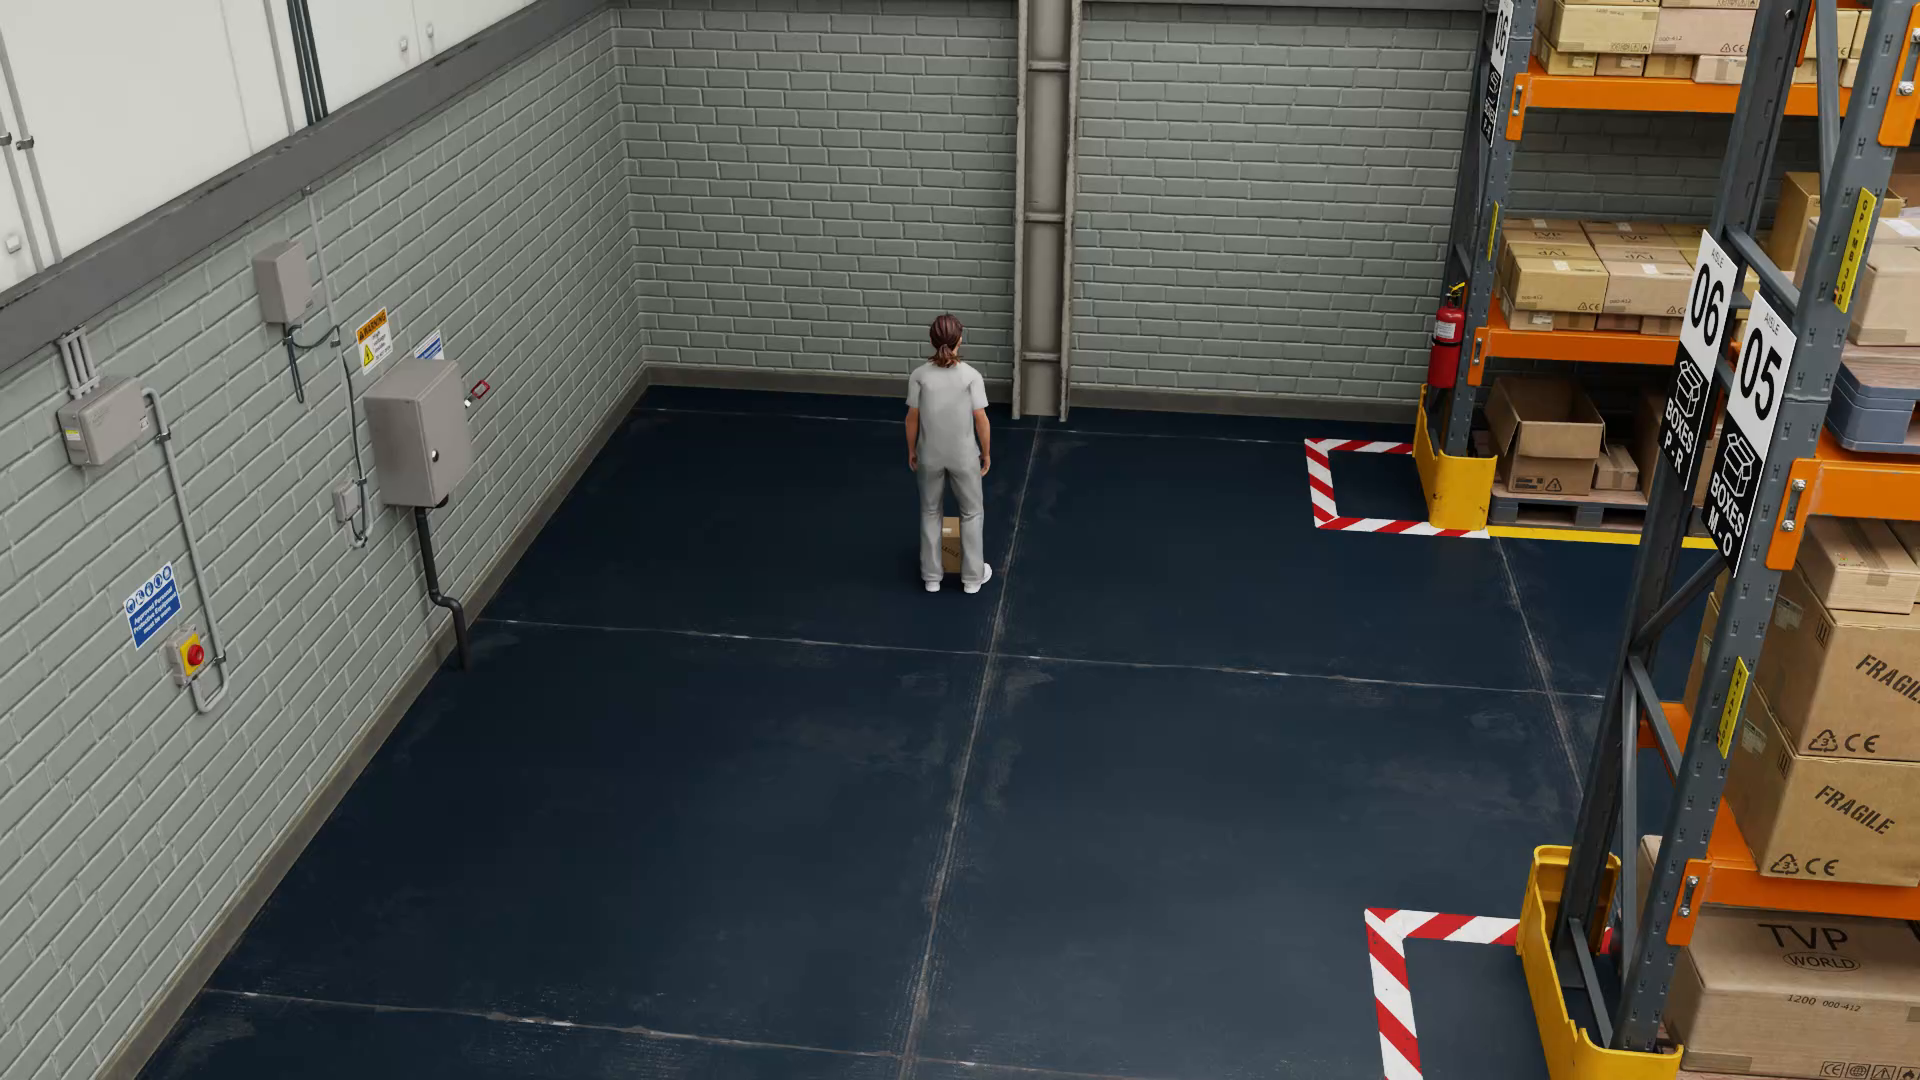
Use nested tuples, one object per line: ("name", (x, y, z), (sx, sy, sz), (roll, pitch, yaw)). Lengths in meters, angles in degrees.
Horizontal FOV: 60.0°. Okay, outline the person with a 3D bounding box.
("person", (-0.065, -0.467, 9.507), (0.485, 1.651, 0.359), (3, 29, 6))
